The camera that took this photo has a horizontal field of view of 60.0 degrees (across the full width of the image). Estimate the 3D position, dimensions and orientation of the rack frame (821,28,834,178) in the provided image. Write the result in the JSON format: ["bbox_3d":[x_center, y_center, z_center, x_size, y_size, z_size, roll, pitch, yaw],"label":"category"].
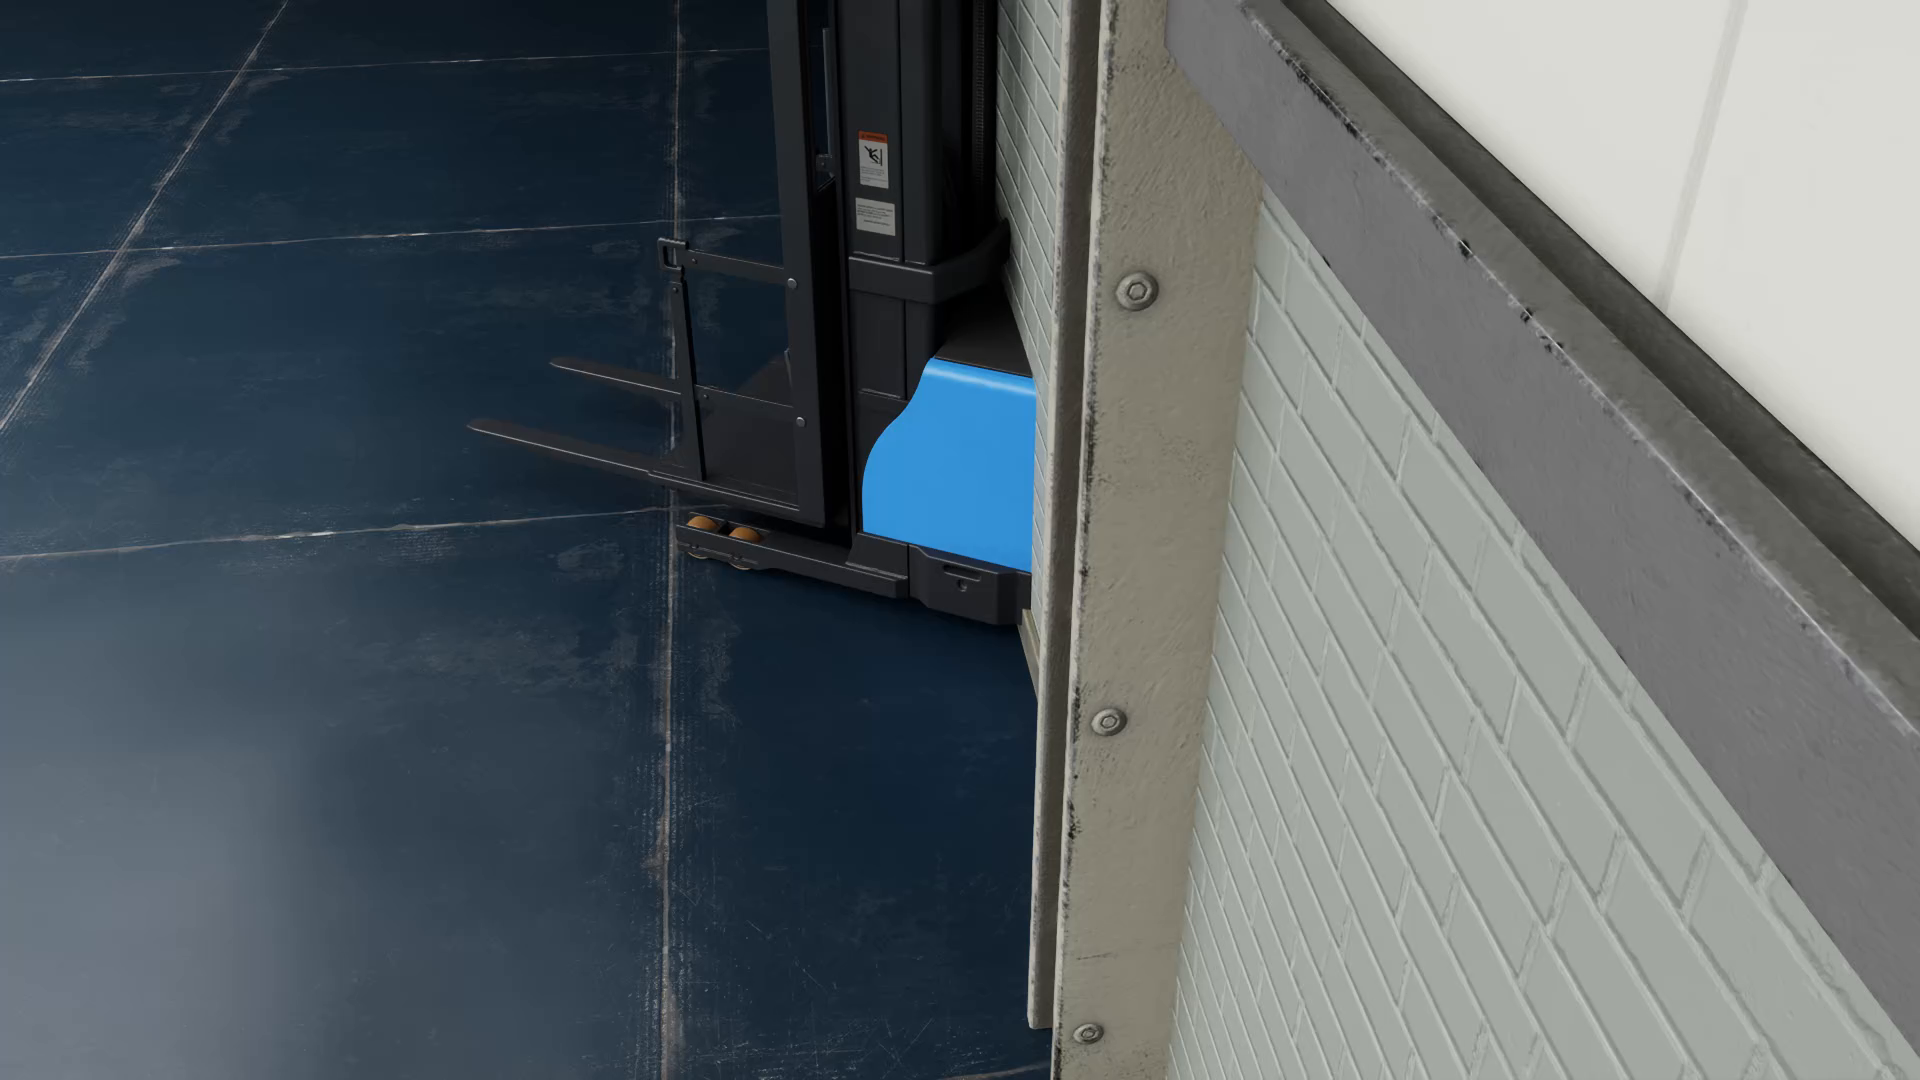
[{"bbox_3d":[-0.372,-1.685,7.891,0.500,1.500,0.032,-4,35,-6],"label":"rack frame"}]

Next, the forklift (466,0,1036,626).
[{"bbox_3d":[-0.579,-1.351,6.129,3.031,2.935,1.130,14,37,19],"label":"forklift"}]

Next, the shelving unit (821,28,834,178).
[{"bbox_3d":[-0.305,-1.401,7.474,0.538,1.500,1.048,-4,35,-6],"label":"shelving unit"}]

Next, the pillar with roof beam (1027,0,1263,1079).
[{"bbox_3d":[-3.894,-1.939,1.604,9.100,9.000,0.400,-4,35,-6],"label":"pillar with roof beam"}]
